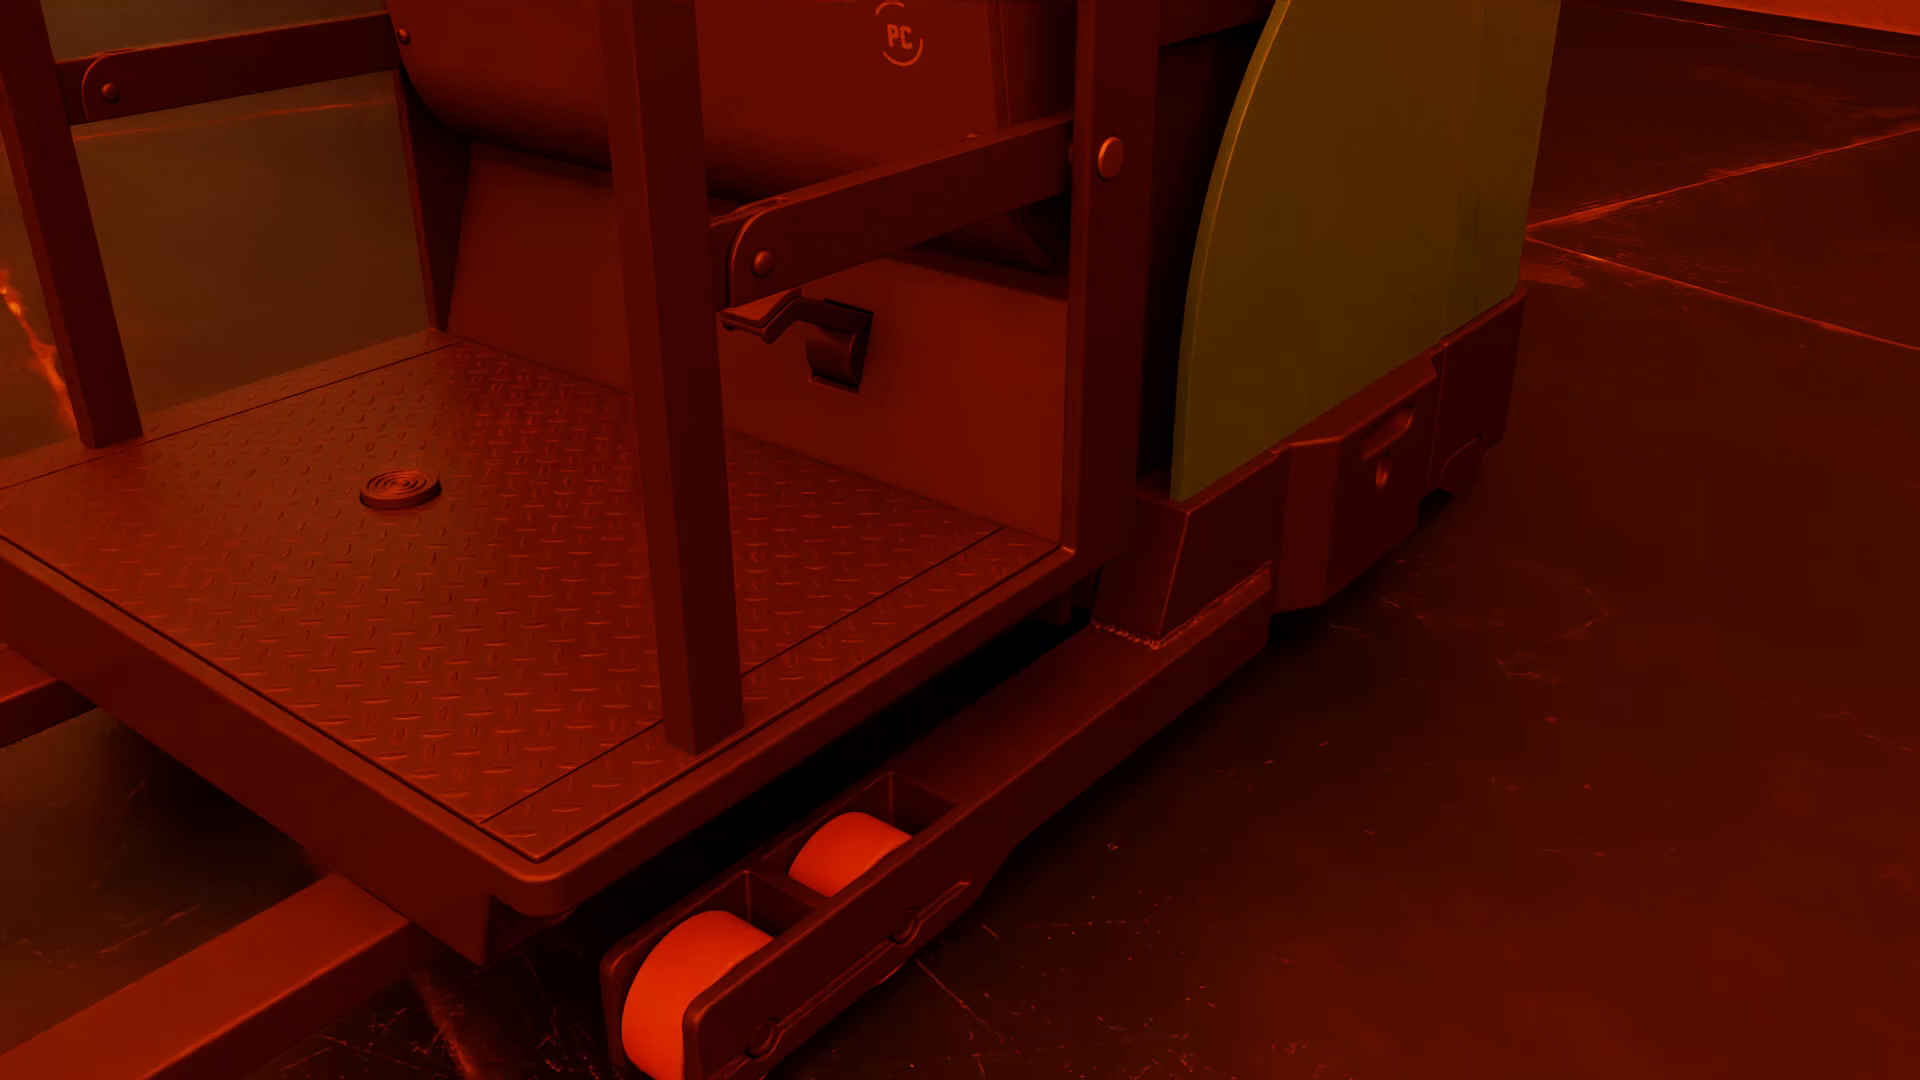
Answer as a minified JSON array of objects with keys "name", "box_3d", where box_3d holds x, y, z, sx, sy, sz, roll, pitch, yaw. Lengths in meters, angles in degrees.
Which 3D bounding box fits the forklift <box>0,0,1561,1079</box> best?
[{"name":"forklift","box_3d":[-0.431,-1.058,1.340,1.130,2.935,3.031,20,33,34]}]
